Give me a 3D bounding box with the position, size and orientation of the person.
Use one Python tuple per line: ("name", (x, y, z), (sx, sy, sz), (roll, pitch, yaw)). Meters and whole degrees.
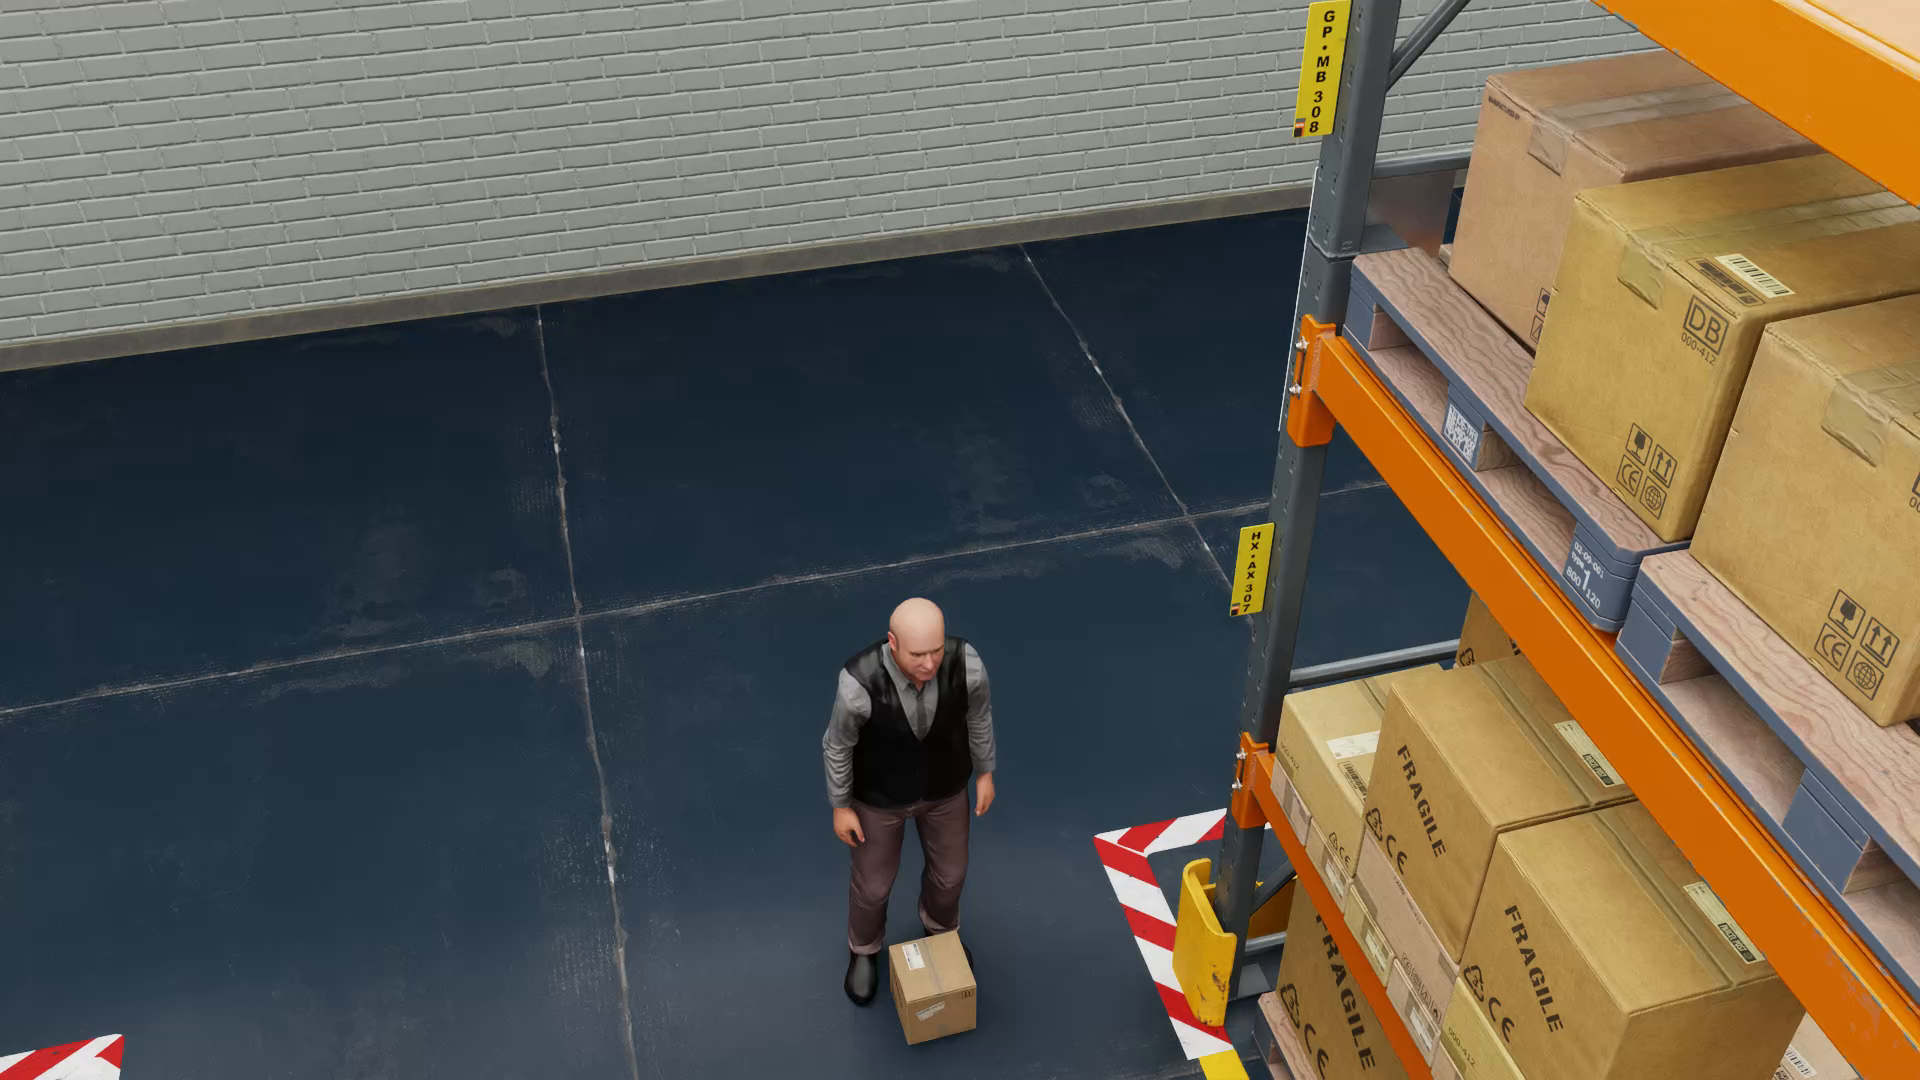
("person", (-0.170, 0.839, 5.657), (0.592, 1.722, 0.412), (-11, 39, -14))
